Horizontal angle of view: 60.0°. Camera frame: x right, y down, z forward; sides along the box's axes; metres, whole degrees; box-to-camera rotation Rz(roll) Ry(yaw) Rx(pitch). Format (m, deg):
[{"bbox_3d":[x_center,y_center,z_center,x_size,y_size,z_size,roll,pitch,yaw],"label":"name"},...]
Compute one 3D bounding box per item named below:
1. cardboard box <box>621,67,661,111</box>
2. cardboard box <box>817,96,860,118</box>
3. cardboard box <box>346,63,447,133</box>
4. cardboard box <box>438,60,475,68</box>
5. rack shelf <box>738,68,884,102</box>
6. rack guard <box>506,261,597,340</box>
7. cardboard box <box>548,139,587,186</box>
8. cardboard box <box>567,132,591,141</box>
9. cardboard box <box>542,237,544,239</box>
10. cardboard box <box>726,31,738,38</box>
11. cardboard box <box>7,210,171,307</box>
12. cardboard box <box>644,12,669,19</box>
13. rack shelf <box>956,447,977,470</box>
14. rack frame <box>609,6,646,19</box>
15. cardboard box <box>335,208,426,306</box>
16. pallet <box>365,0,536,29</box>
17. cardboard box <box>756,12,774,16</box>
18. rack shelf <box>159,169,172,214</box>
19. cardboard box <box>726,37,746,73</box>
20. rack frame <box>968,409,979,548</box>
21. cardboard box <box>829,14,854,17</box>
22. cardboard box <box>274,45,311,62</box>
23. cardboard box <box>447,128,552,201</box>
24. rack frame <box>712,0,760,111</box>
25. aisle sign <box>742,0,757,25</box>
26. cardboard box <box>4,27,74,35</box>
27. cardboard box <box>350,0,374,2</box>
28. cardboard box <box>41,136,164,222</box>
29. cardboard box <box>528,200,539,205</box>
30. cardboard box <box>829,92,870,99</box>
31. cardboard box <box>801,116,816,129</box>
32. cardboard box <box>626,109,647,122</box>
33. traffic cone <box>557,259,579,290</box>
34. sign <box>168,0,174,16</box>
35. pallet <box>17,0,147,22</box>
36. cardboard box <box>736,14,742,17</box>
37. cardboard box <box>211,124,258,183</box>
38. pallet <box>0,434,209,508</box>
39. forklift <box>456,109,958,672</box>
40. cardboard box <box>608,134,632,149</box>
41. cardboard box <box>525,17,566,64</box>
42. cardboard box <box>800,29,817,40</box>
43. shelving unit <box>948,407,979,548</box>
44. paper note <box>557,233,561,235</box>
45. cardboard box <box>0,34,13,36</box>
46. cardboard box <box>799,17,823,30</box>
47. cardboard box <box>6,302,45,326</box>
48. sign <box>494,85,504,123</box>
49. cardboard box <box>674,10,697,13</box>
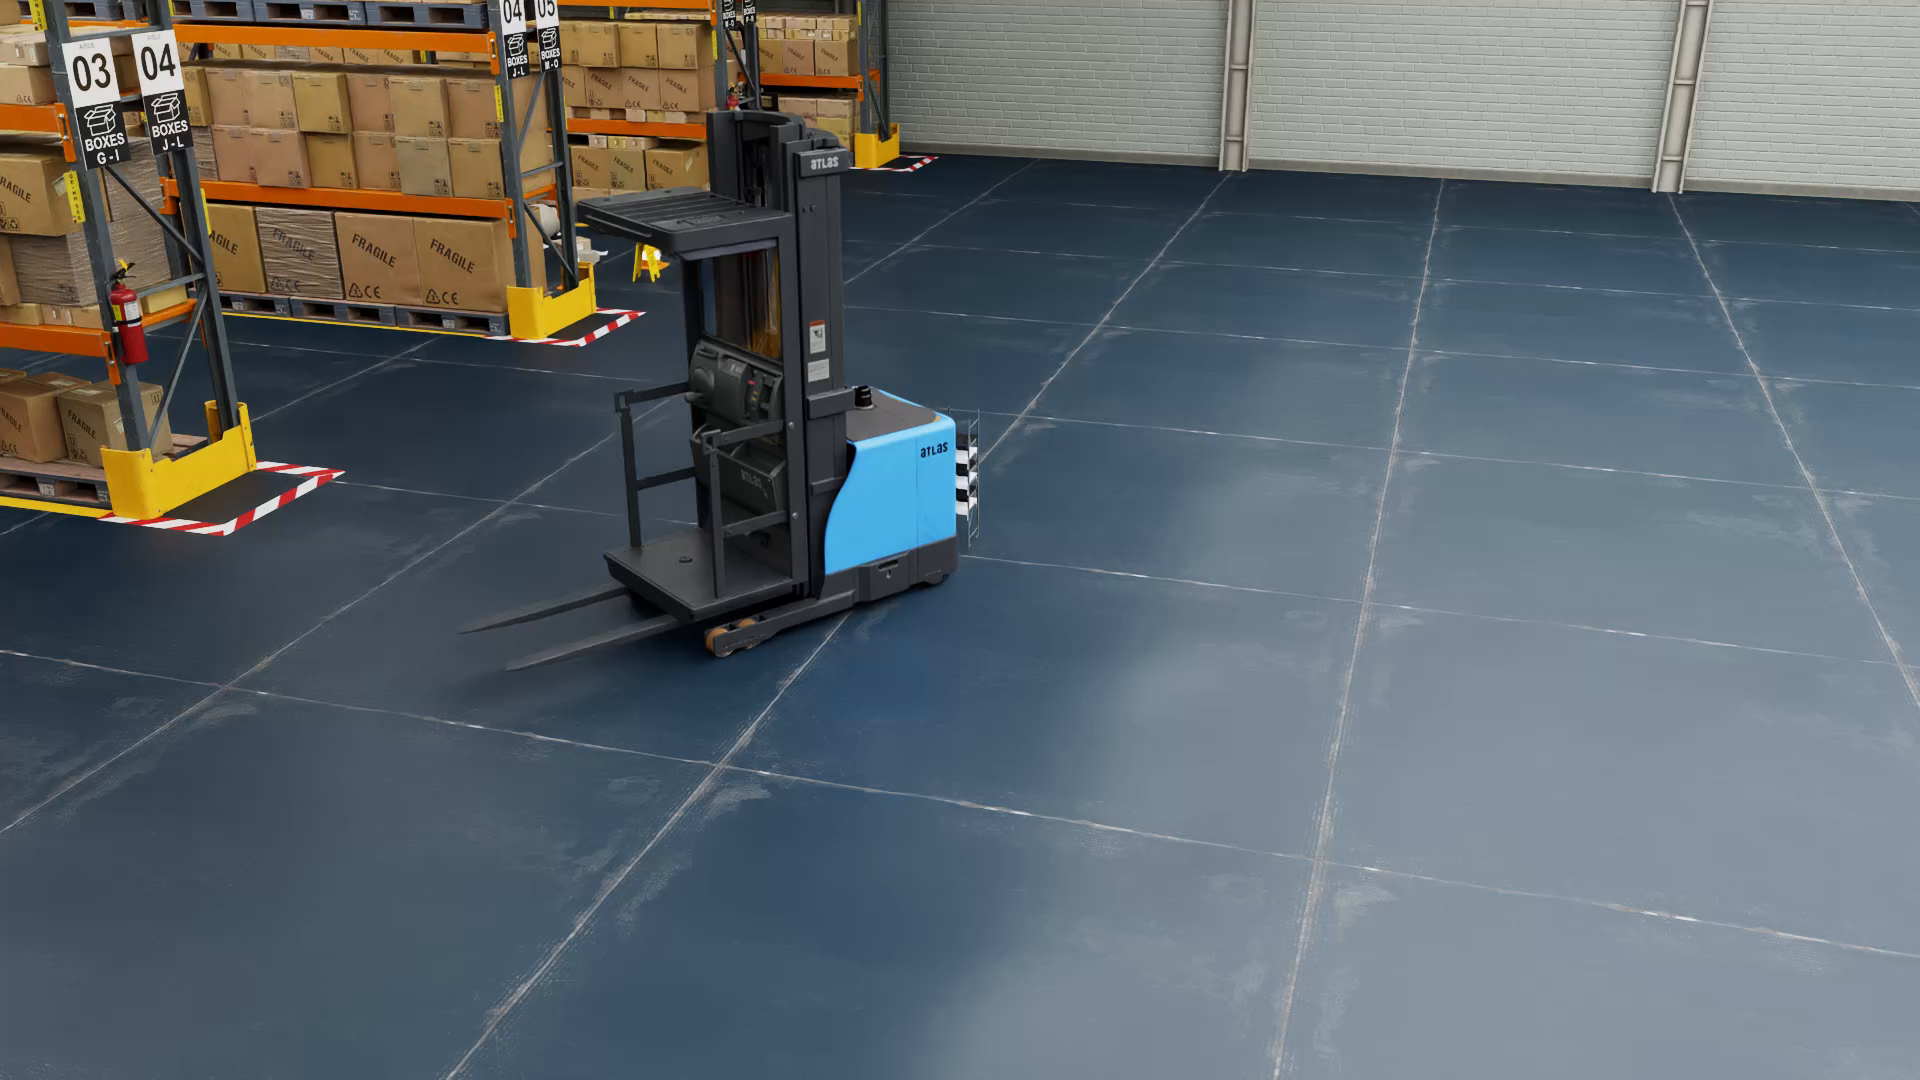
[{"bbox_3d":[-3.785,-5.544,20.309,0.500,0.500,0.500,7,23,16],"label":"cardboard box"},{"bbox_3d":[-1.808,-6.470,24.842,0.500,0.250,0.500,7,23,17],"label":"cardboard box"},{"bbox_3d":[-5.435,-4.296,16.169,0.550,0.550,0.875,7,23,16],"label":"cardboard box"},{"bbox_3d":[-6.196,-5.817,20.975,0.500,0.500,0.500,6,23,15],"label":"cardboard box"},{"bbox_3d":[-3.192,-7.034,25.414,4.000,0.370,1.077,7,23,16],"label":"rack shelf"},{"bbox_3d":[-4.018,-2.375,16.402,0.348,0.500,1.175,7,23,16],"label":"rack guard"},{"bbox_3d":[-5.038,-4.777,21.045,0.500,0.500,0.500,8,24,18],"label":"cardboard box"},{"bbox_3d":[-4.917,-4.974,21.524,0.500,0.500,0.500,8,24,18],"label":"cardboard box"},{"bbox_3d":[-5.120,-3.462,19.046,0.637,0.503,0.797,-9,24,-21],"label":"cardboard box"},{"bbox_3d":[-3.403,-7.625,24.921,0.250,0.149,0.380,6,23,14],"label":"cardboard box"},{"bbox_3d":[-6.089,-1.998,11.664,0.500,0.500,0.875,7,23,16],"label":"cardboard box"},{"bbox_3d":[-4.606,-7.938,25.291,0.250,0.149,0.380,7,23,16],"label":"cardboard box"},{"bbox_3d":[-0.008,-0.553,11.046,0.200,0.077,0.258,7,23,16],"label":"rack shelf"},{"bbox_3d":[-5.107,-7.586,25.812,0.127,3.000,1.000,7,23,16],"label":"rack frame"},{"bbox_3d":[-5.552,-2.892,16.614,0.875,0.875,0.875,6,23,15],"label":"cardboard box"},{"bbox_3d":[-4.754,-4.959,15.571,1.213,0.211,1.003,7,23,16],"label":"pallet"},{"bbox_3d":[-3.010,-7.926,25.262,0.250,0.149,0.380,7,23,16],"label":"cardboard box"},{"bbox_3d":[-9.785,-3.859,17.674,4.000,0.370,1.077,7,23,16],"label":"rack shelf"},{"bbox_3d":[-3.293,-7.320,25.031,0.500,0.500,0.500,7,23,16],"label":"cardboard box"},{"bbox_3d":[0.090,-0.406,11.074,0.006,0.900,0.240,7,23,16],"label":"rack frame"},{"bbox_3d":[-1.774,-7.798,24.950,0.250,0.149,0.380,7,23,17],"label":"cardboard box"},{"bbox_3d":[-8.515,-6.298,21.594,0.500,0.500,0.500,6,23,13],"label":"cardboard box"},{"bbox_3d":[-4.409,-3.628,15.965,0.550,0.550,0.875,7,23,16],"label":"cardboard box"},{"bbox_3d":[-2.708,-5.344,20.346,0.127,3.000,1.000,7,23,16],"label":"rack frame"},{"bbox_3d":[-2.559,-6.653,20.110,0.004,0.787,0.394,7,23,16],"label":"aisle sign"},{"bbox_3d":[-6.265,-3.407,11.343,0.250,0.149,0.380,6,23,15],"label":"cardboard box"},{"bbox_3d":[-5.432,-5.071,15.375,0.250,0.149,0.380,6,23,15],"label":"cardboard box"},{"bbox_3d":[-6.018,-2.549,11.691,0.500,0.500,0.500,7,23,16],"label":"cardboard box"},{"bbox_3d":[-5.536,-4.487,21.327,0.500,0.250,0.500,8,24,19],"label":"cardboard box"},{"bbox_3d":[-1.683,-6.654,25.292,0.500,0.250,0.500,6,23,15],"label":"cardboard box"},{"bbox_3d":[-2.311,-6.300,25.087,0.500,0.250,0.500,6,23,15],"label":"cardboard box"},{"bbox_3d":[-3.896,-5.232,20.403,0.250,0.149,0.380,7,23,16],"label":"cardboard box"},{"bbox_3d":[-4.139,-2.935,17.815,0.334,0.463,0.336,7,23,16],"label":"traffic cone"},{"bbox_3d":[-5.414,-3.733,11.313,0.005,0.325,0.100,7,23,16],"label":"sign"},{"bbox_3d":[-8.762,-5.355,16.671,1.217,0.209,0.805,6,23,13],"label":"pallet"},{"bbox_3d":[-3.387,-7.794,24.941,0.250,0.149,0.380,7,23,16],"label":"cardboard box"},{"bbox_3d":[-6.980,-3.954,16.760,0.550,0.550,0.875,7,23,16],"label":"cardboard box"},{"bbox_3d":[-6.410,-0.564,12.366,1.213,0.211,1.003,7,23,16],"label":"pallet"},{"bbox_3d":[-1.476,-0.904,9.611,3.031,2.935,1.130,-17,28,-36],"label":"forklift"},{"bbox_3d":[-4.160,-4.951,20.614,0.250,0.149,0.380,7,23,16],"label":"cardboard box"},{"bbox_3d":[-5.223,-6.173,20.526,0.500,0.500,0.700,6,23,14],"label":"cardboard box"},{"bbox_3d":[-2.174,-7.498,24.611,0.250,0.149,0.380,7,23,17],"label":"cardboard box"},{"bbox_3d":[-0.008,-0.417,11.101,0.210,0.900,0.258,7,23,16],"label":"shelving unit"},{"bbox_3d":[-4.864,-3.768,20.415,0.148,0.019,0.142,-1,22,-3],"label":"paper note"},{"bbox_3d":[-6.435,-3.225,10.899,0.250,0.149,0.380,6,23,13],"label":"cardboard box"},{"bbox_3d":[-2.185,-7.629,24.538,0.250,0.149,0.380,7,23,17],"label":"cardboard box"},{"bbox_3d":[-6.396,-1.620,11.597,0.250,0.149,0.380,7,23,16],"label":"cardboard box"},{"bbox_3d":[-4.211,-3.984,15.192,0.005,0.325,0.100,7,23,16],"label":"sign"},{"bbox_3d":[-4.228,-8.078,25.633,0.250,0.149,0.380,6,23,15],"label":"cardboard box"}]
